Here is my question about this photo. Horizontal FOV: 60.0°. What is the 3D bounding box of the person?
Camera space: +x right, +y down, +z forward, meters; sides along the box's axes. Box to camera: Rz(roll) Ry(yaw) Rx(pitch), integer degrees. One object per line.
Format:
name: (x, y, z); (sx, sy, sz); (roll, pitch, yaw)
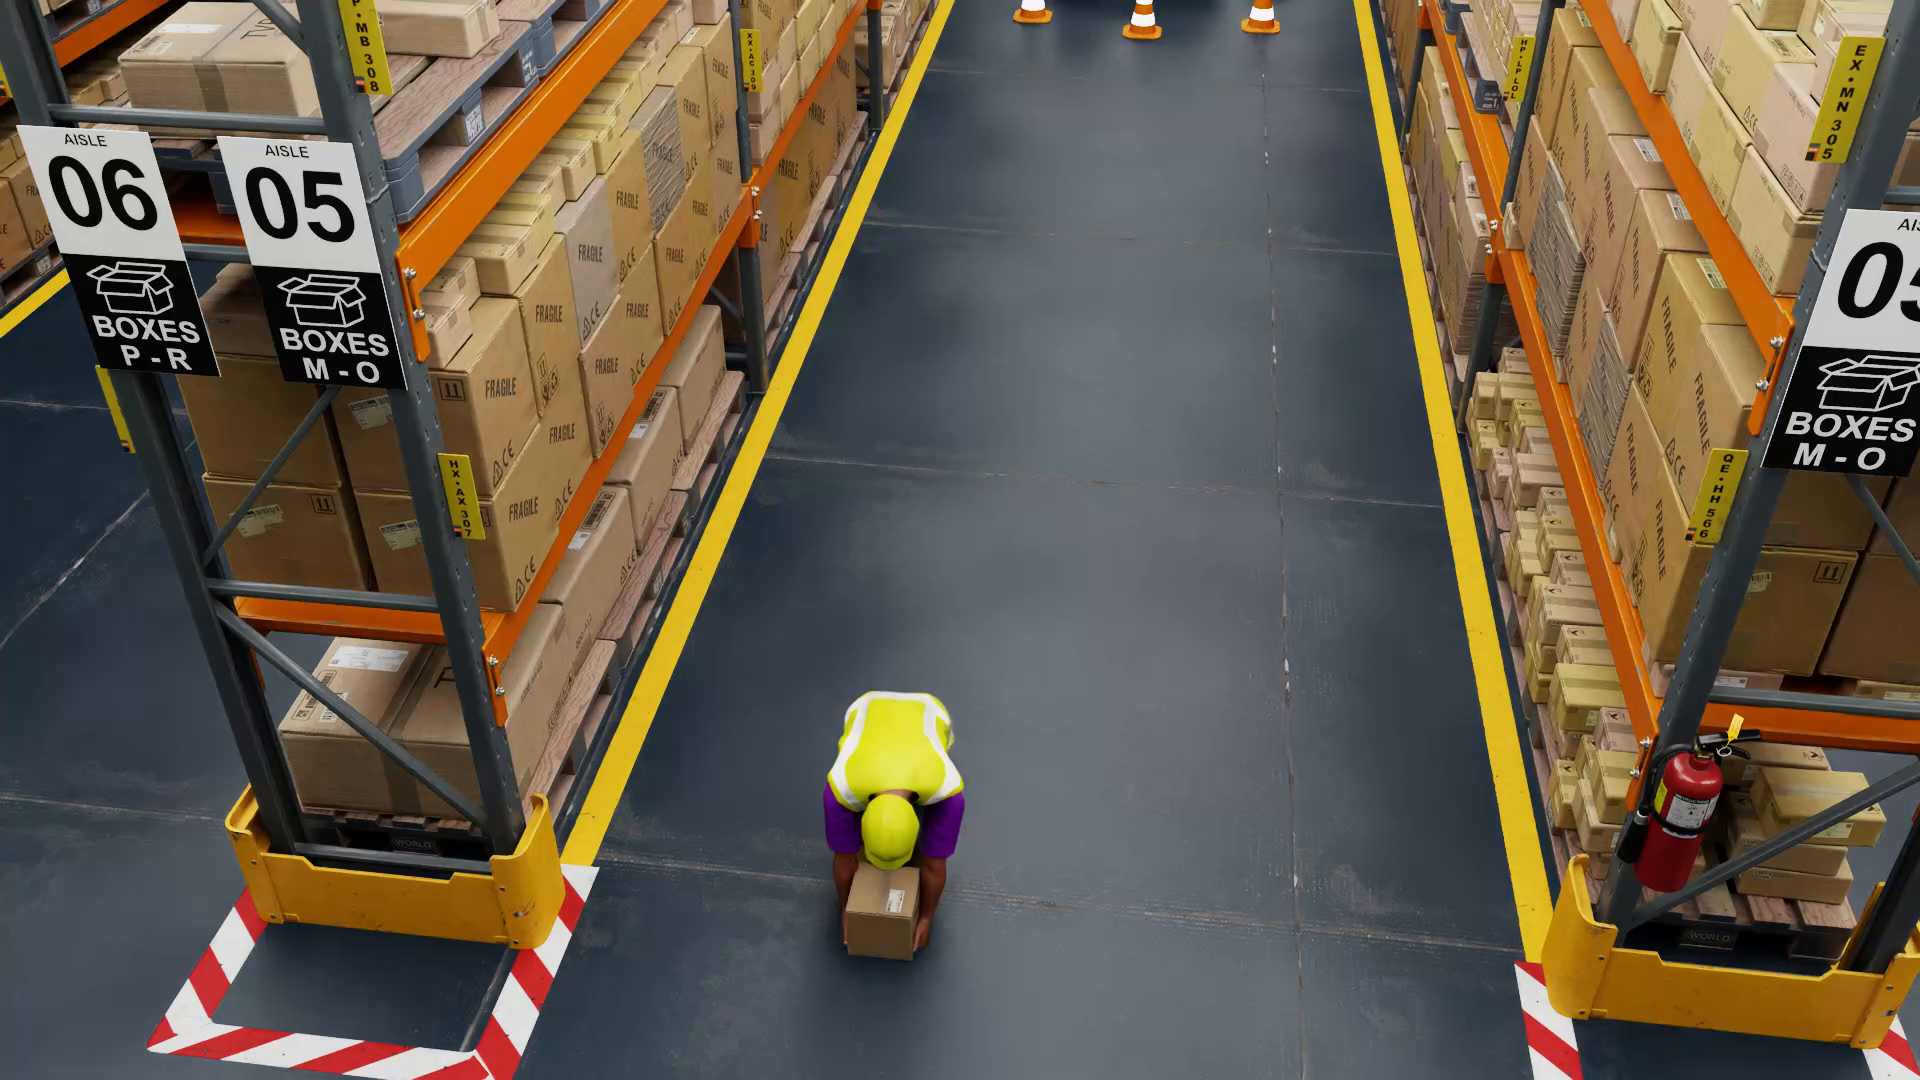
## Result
person: (-0.235, 1.049, 6.420); (0.527, 0.811, 0.960); (4, 36, 5)
